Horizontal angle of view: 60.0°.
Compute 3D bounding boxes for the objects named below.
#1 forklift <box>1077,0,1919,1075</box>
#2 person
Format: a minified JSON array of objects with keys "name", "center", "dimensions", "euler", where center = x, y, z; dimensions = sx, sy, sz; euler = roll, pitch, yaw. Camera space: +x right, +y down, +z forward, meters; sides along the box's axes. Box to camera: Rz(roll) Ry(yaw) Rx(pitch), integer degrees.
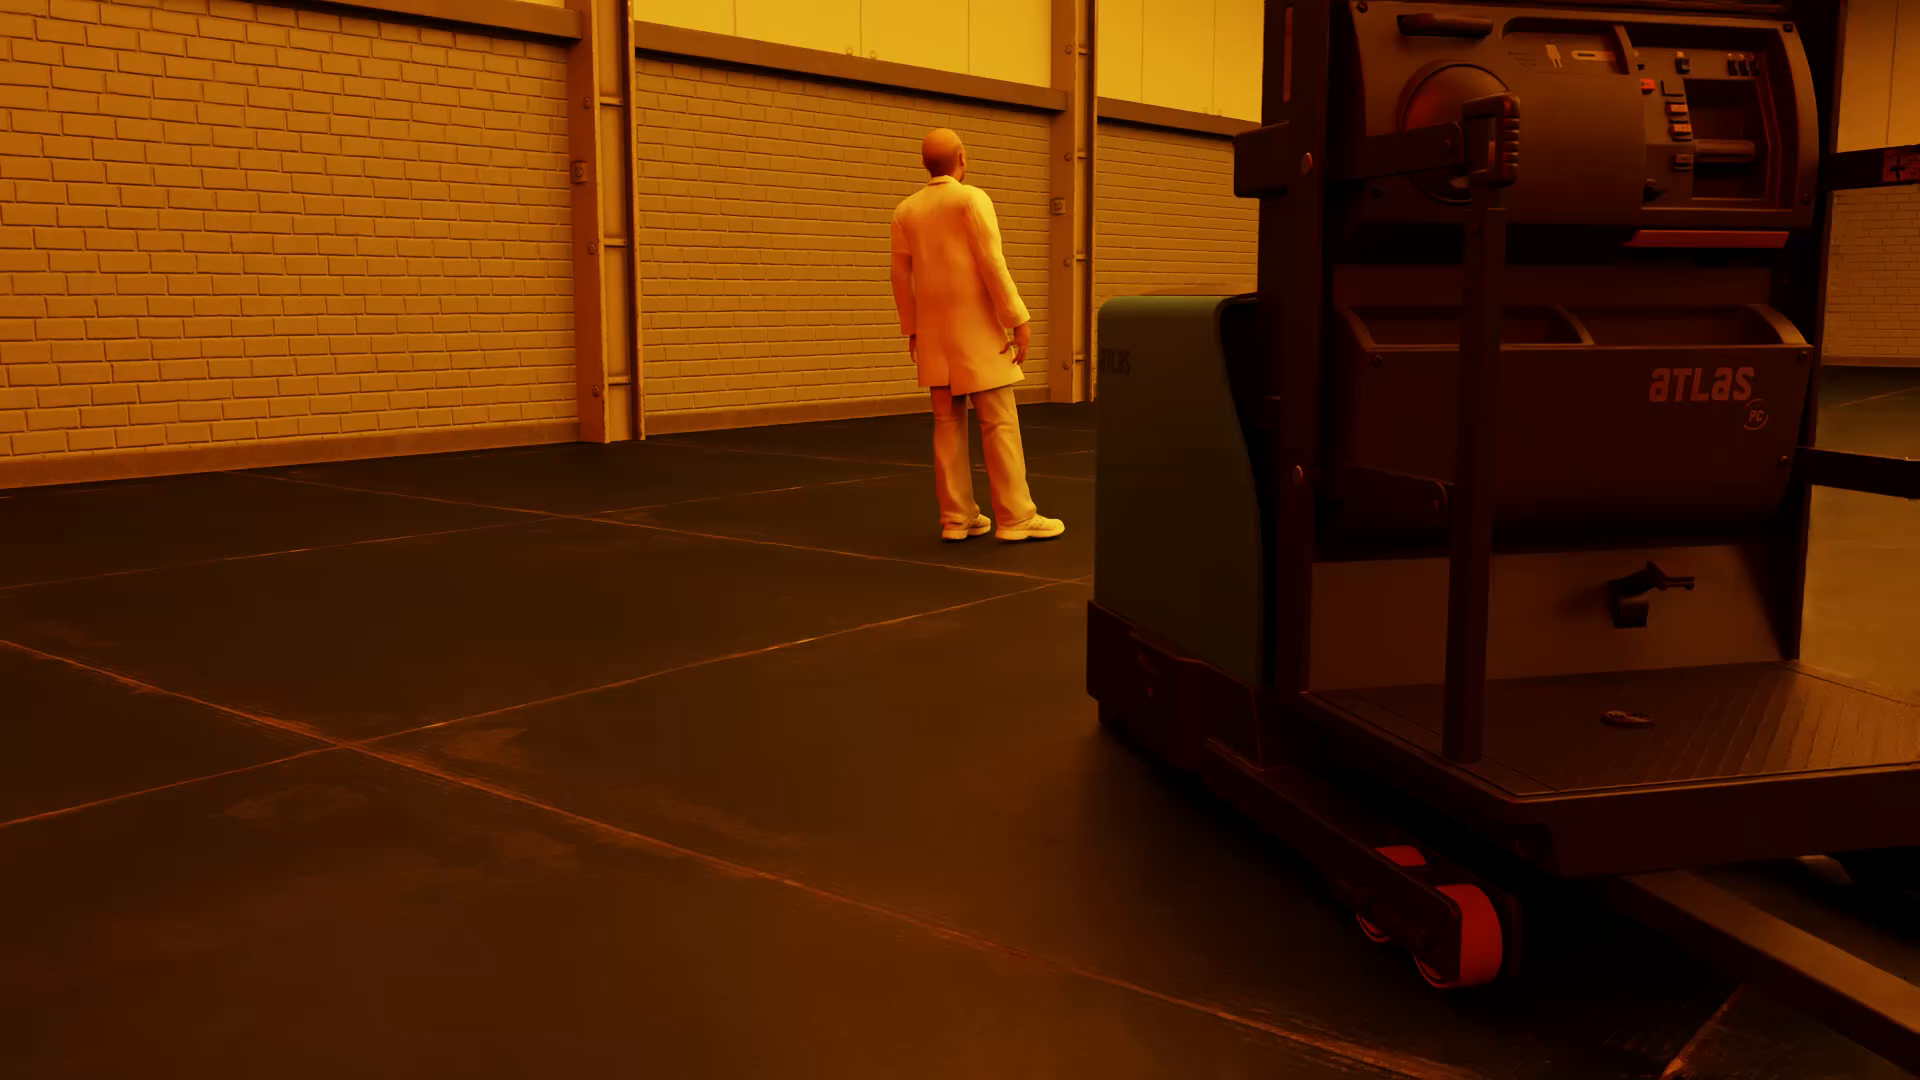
[{"name":"forklift","center":[1.172,-0.819,2.877],"dimensions":[1.130,2.935,3.031],"euler":[-2,9,-14]},{"name":"person","center":[0.061,-0.897,7.343],"dimensions":[0.698,1.779,0.578],"euler":[7,11,38]}]
